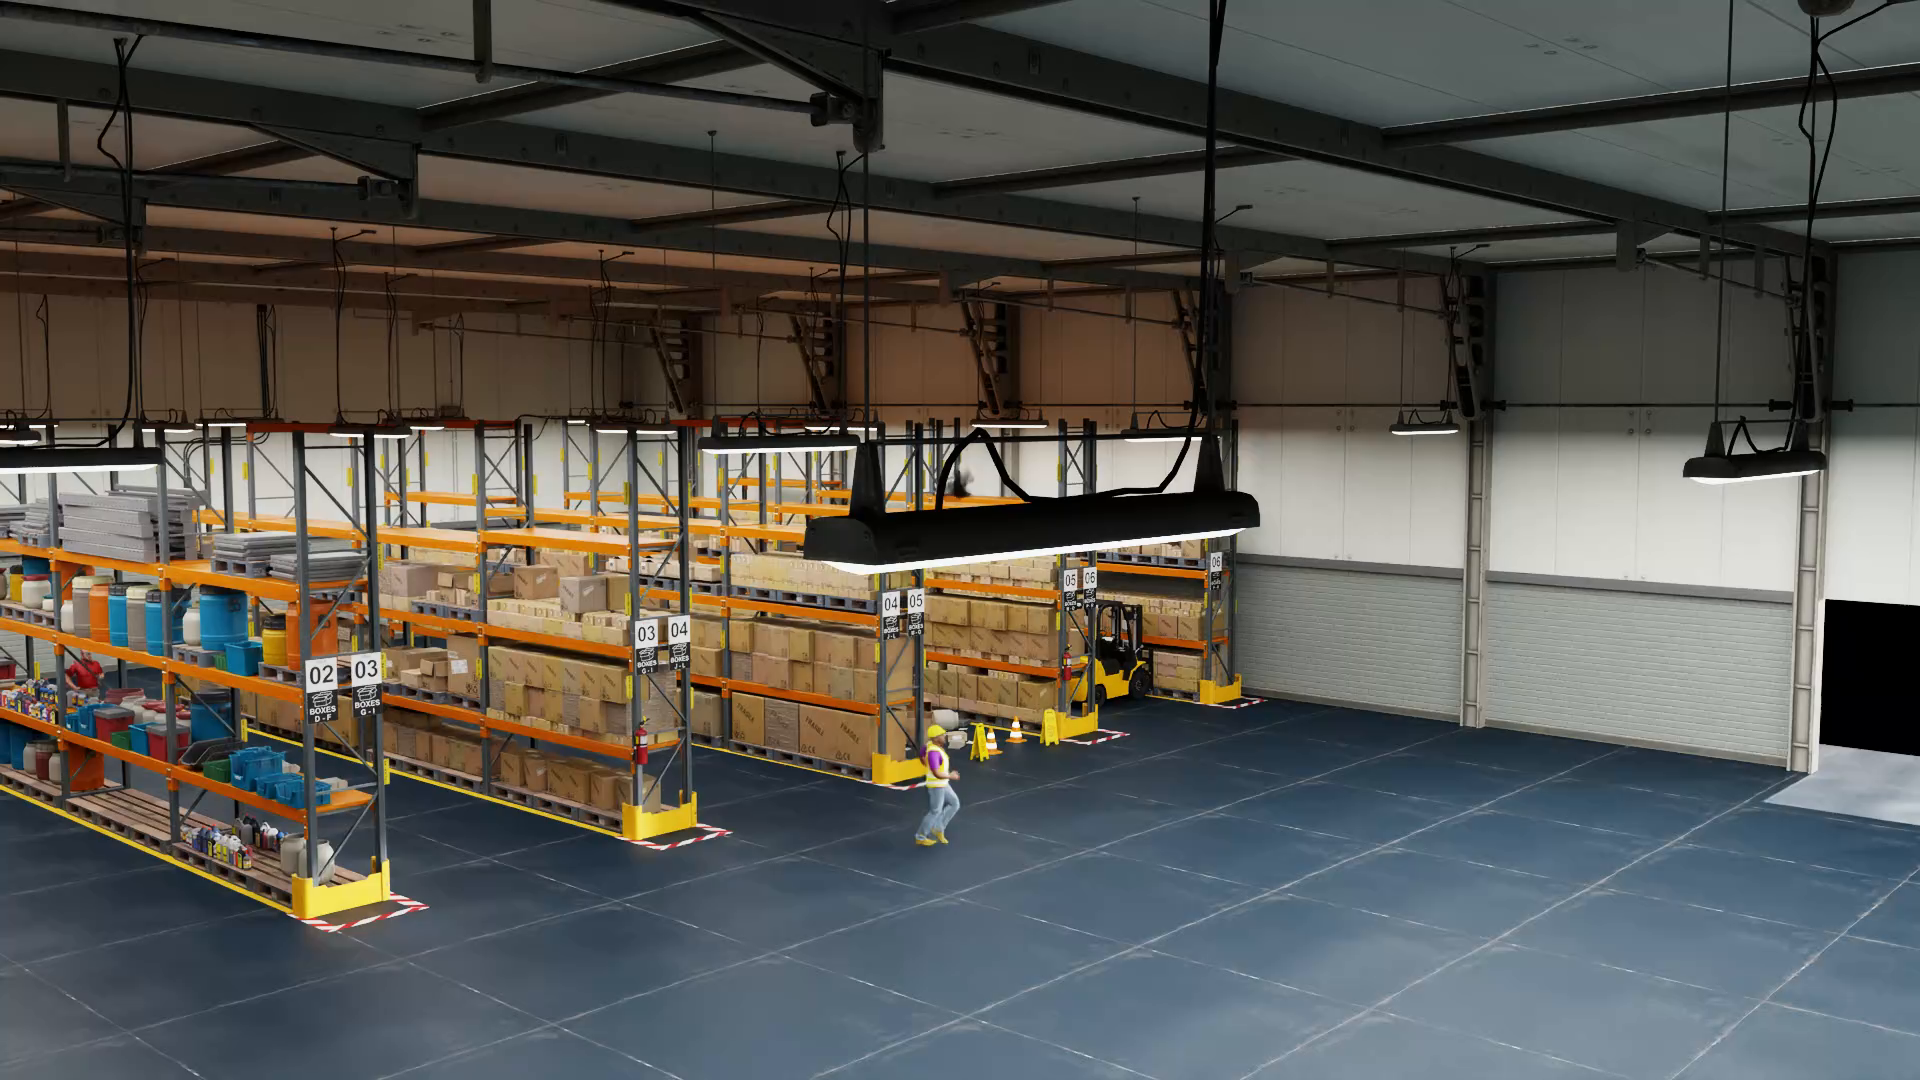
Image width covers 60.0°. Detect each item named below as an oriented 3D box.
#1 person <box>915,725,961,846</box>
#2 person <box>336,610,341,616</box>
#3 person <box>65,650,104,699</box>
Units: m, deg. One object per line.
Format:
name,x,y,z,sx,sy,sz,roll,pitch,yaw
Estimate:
person,-0.316,3.516,23.807,0.665,1.760,0.699,0,5,1
person,-14.428,2.377,38.307,0.677,1.698,0.737,1,5,15
person,-16.469,2.908,31.376,0.854,1.725,0.676,3,6,34
